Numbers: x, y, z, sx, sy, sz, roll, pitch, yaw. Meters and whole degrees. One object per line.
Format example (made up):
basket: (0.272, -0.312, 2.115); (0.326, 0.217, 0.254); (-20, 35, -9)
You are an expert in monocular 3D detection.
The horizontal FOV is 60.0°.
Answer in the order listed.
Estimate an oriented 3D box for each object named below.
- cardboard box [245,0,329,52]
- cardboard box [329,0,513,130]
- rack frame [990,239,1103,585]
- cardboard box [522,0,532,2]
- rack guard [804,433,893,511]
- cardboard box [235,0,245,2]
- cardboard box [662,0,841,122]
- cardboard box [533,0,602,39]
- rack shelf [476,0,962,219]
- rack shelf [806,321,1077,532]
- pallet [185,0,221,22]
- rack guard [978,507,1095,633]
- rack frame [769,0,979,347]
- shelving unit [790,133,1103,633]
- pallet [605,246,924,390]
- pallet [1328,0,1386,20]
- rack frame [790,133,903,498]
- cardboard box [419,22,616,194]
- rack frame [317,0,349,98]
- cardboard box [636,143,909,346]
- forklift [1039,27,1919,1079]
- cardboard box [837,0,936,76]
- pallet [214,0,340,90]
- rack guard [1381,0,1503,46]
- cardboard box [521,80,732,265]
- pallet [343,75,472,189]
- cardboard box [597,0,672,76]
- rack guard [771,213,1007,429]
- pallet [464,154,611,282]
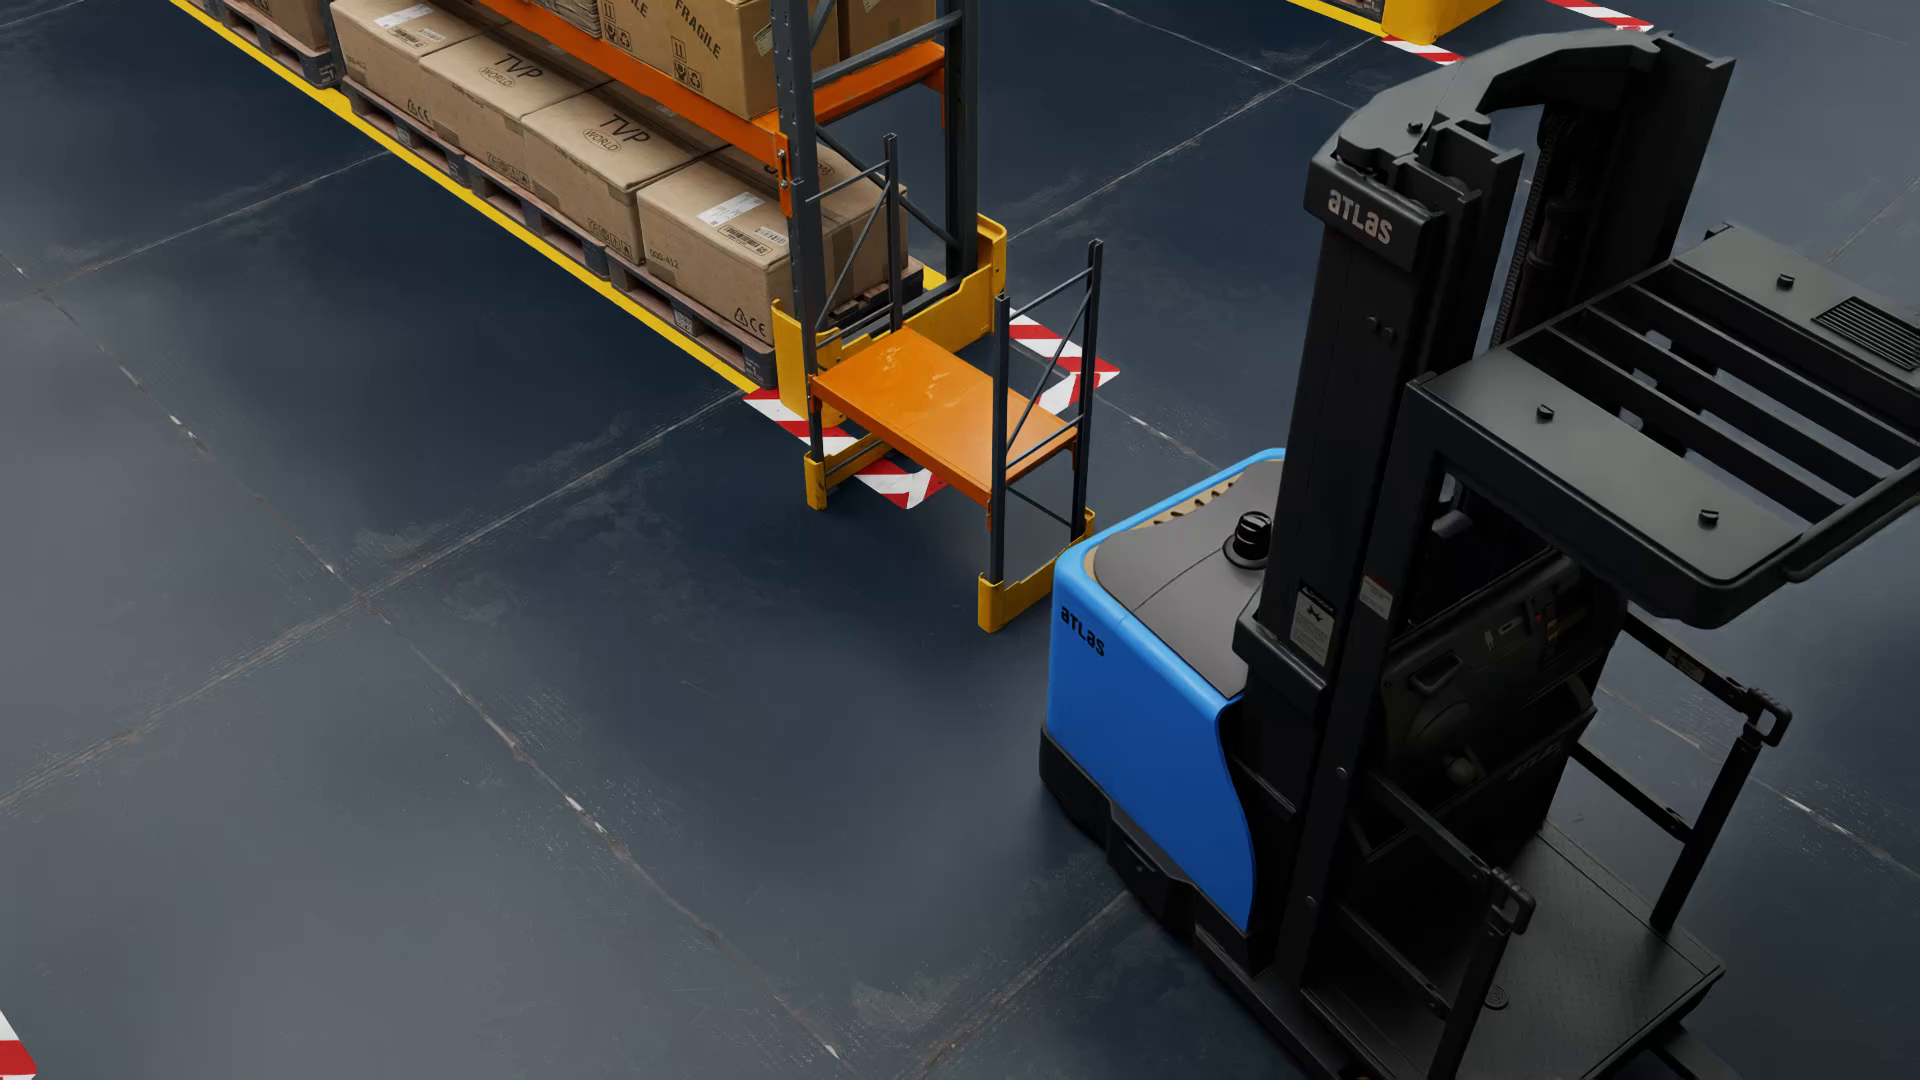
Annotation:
cardboard box: (-3.634, -3.500, 9.584); (0.875, 0.875, 0.875); (-32, 52, -30)
cardboard box: (-2.772, -2.727, 9.070); (0.875, 0.438, 0.875); (33, 52, 31)
rack frame: (0.299, -0.348, 6.021); (0.500, 1.500, 0.032); (-34, 53, -31)
cardboard box: (-1.930, -2.819, 7.517); (0.500, 0.500, 0.500); (-33, 52, -30)
rack guard: (-0.406, -0.368, 6.964); (0.587, 0.250, 0.087); (-34, 53, -31)
cardboard box: (-4.277, -3.931, 10.050); (0.875, 0.875, 0.875); (-33, 52, -30)
cardboard box: (-0.843, -2.087, 6.724); (0.500, 0.500, 0.500); (-34, 52, -31)
cardboard box: (-1.557, -2.577, 7.255); (0.500, 0.500, 0.500); (-33, 52, -30)
rack shelf: (-1.727, -2.642, 7.929); (1.077, 0.370, 4.000); (-34, 53, -31)
rack shelf: (-0.060, -0.460, 6.407); (0.538, 0.185, 1.000); (-34, 53, -31)
pallet: (-4.603, -3.764, 10.668); (1.003, 0.211, 1.213); (-34, 53, -31)
rack guard: (0.298, 0.111, 6.446); (0.587, 0.250, 0.087); (-34, 53, -31)
rack frame: (-0.315, -1.945, 6.645); (1.000, 3.000, 0.127); (-34, 53, -31)
shelving unit: (-0.054, -0.587, 6.281); (0.587, 1.500, 1.083); (-34, 53, -31)
pallet: (-0.935, -1.268, 7.966); (1.003, 0.211, 1.213); (-34, 53, -31)
pallet: (2.516, -3.786, 10.691); (1.003, 0.211, 1.213); (-34, 53, -31)
rack frame: (-0.419, -0.836, 6.550); (0.500, 1.500, 0.032); (-34, 53, -31)
cardboard box: (-2.139, -2.297, 8.604); (0.875, 0.438, 0.875); (33, 52, 30)
rack frame: (-3.139, -3.867, 8.725); (1.000, 3.000, 0.127); (-34, 53, -31)
cardboard box: (-0.851, -1.427, 7.663); (0.875, 0.438, 0.875); (32, 52, 30)
forklift: (1.539, 0.385, 4.173); (1.130, 2.935, 3.031); (-26, 49, -25)
cardboard box: (-0.450, -2.350, 7.009); (0.500, 0.500, 0.500); (34, 52, 31)
pallet: (-3.738, -3.178, 10.033); (1.003, 0.211, 1.213); (-34, 53, -31)
rack guard: (3.065, -3.484, 10.152); (1.175, 0.500, 0.348); (-34, 53, -31)
cardboard box: (-1.504, -1.863, 8.135); (0.875, 0.438, 0.875); (-33, 52, -30)
pallet: (-2.658, -2.440, 9.235); (1.003, 0.211, 1.213); (-34, 53, -31)
cardboard box: (-1.186, -2.335, 6.993); (0.500, 0.500, 0.500); (33, 52, 31)
rack guard: (-0.298, -1.015, 7.480); (1.175, 0.500, 0.348); (-34, 53, -31)
pallet: (-1.792, -1.854, 8.601); (1.003, 0.211, 1.213); (-34, 53, -31)
